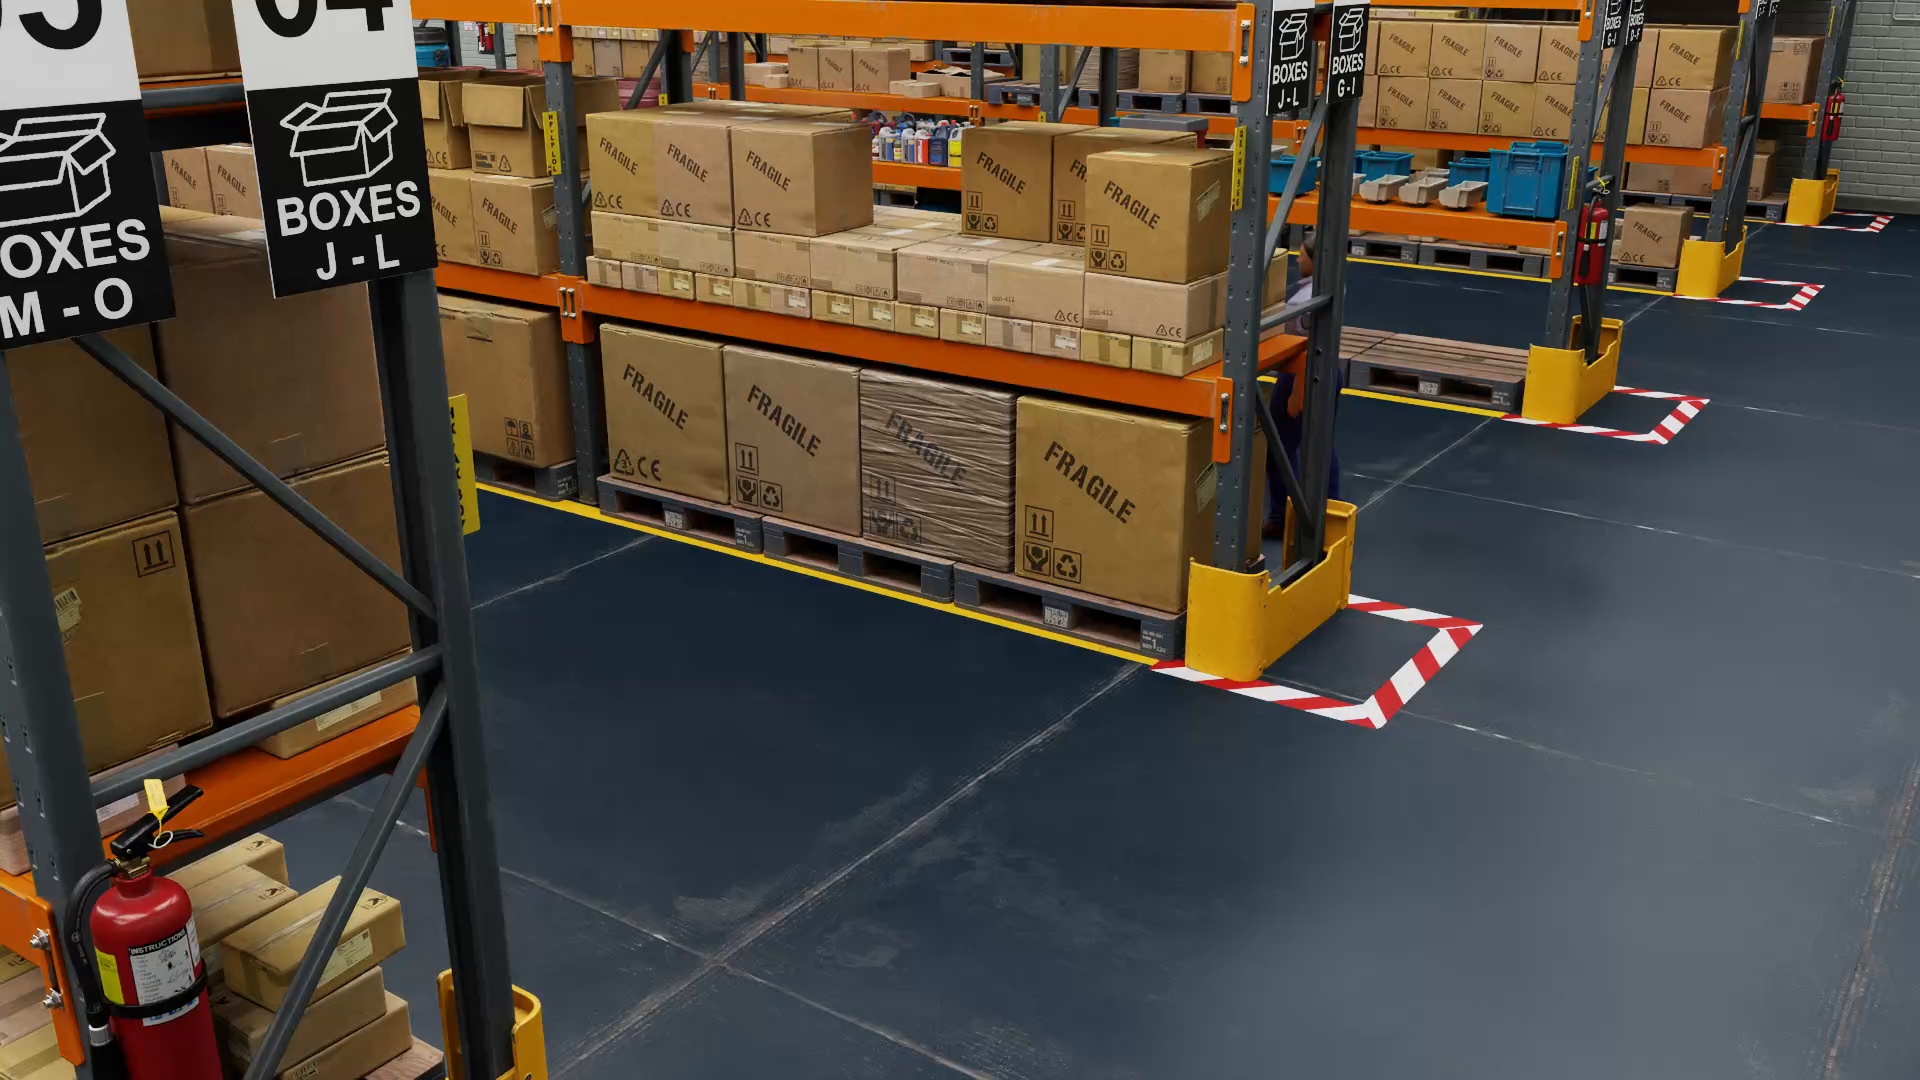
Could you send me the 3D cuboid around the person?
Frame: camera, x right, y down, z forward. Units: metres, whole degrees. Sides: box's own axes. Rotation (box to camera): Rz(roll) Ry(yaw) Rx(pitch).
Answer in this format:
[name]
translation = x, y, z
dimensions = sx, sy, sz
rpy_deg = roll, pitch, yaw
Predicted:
[person]
translation = 1.830, -0.820, 8.881
dimensions = 0.460, 1.661, 0.471
rpy_deg = 10, 22, 26
